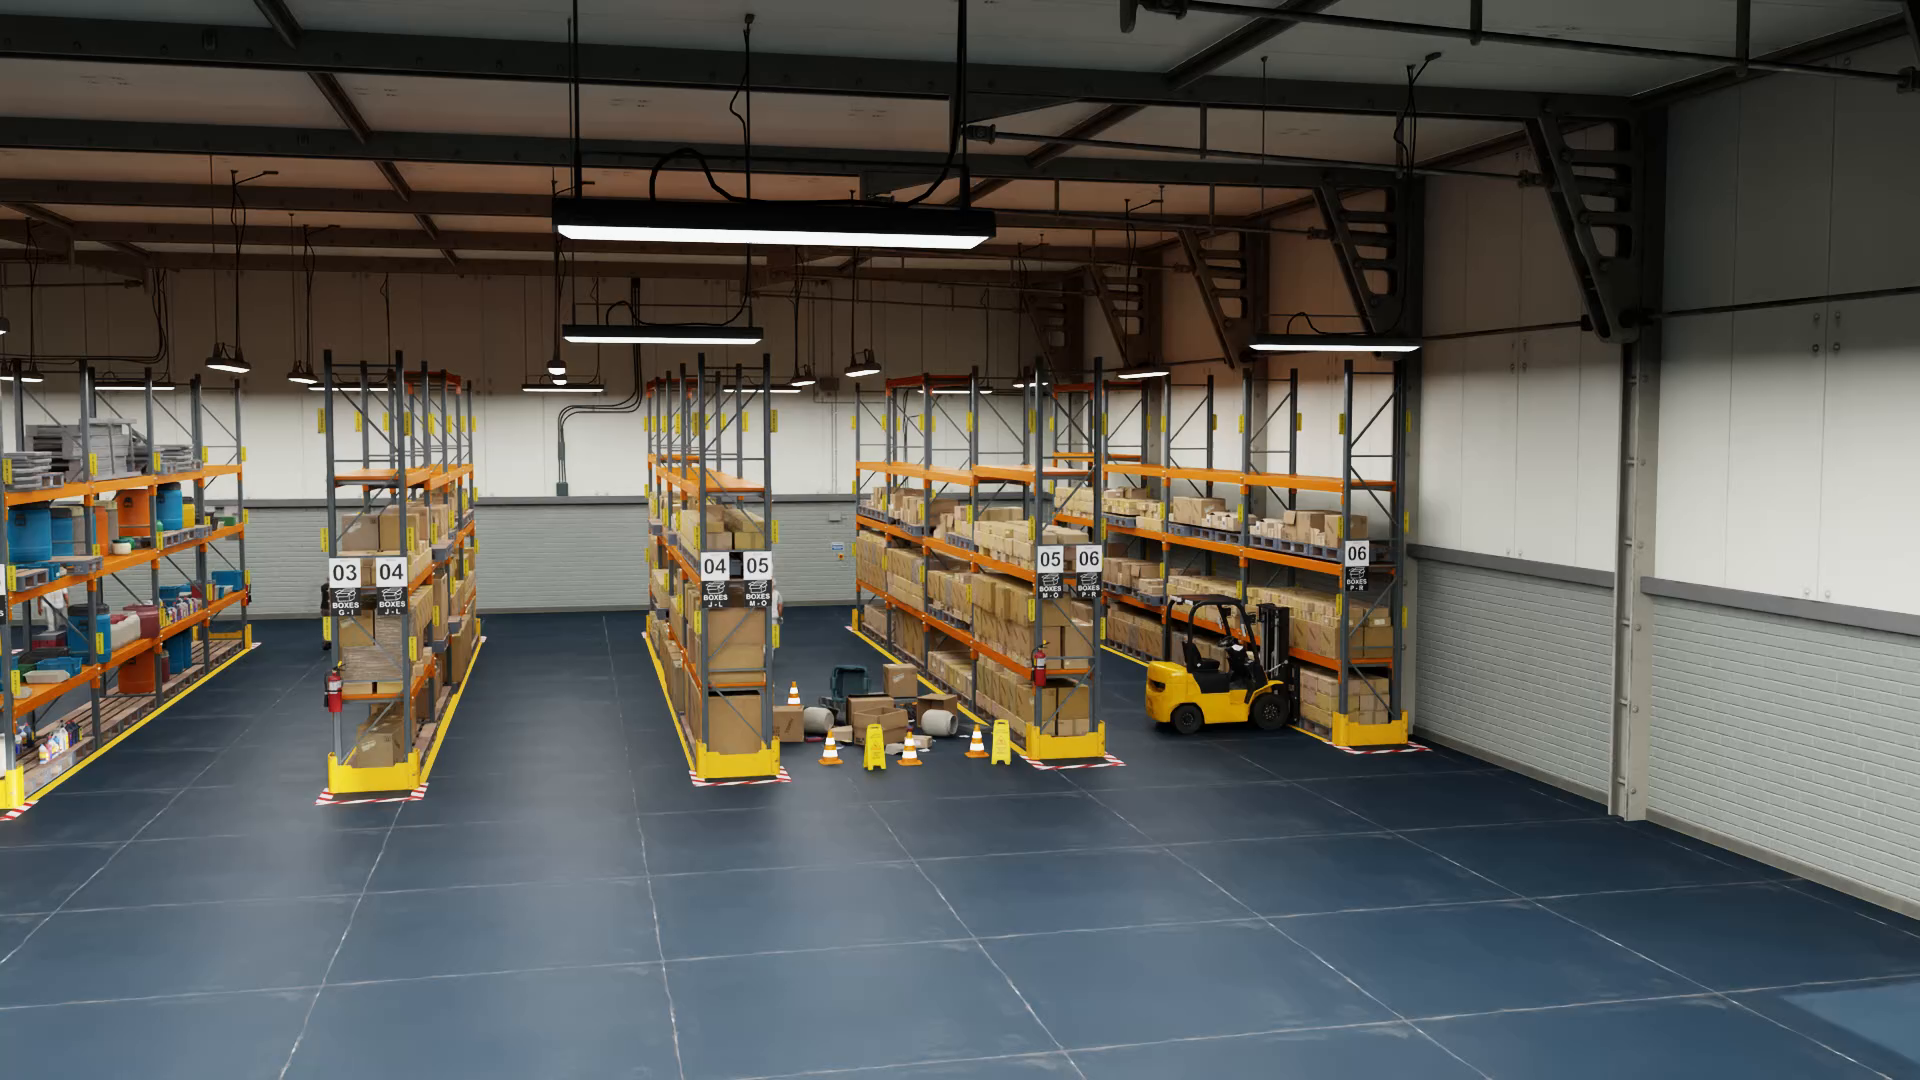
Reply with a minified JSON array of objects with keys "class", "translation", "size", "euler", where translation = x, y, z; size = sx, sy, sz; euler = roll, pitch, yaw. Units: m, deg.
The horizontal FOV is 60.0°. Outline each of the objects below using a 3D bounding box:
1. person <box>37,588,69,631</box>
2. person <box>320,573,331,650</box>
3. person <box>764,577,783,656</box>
[{"class":"person","translation":[-20.598,1.504,37.783],"size":[0.627,1.707,1.122],"euler":[-3,5,-39]},{"class":"person","translation":[-13.921,1.573,36.774],"size":[0.554,1.708,0.467],"euler":[3,5,32]},{"class":"person","translation":[-4.035,1.683,35.140],"size":[0.610,1.757,0.737],"euler":[-1,4,-9]}]
